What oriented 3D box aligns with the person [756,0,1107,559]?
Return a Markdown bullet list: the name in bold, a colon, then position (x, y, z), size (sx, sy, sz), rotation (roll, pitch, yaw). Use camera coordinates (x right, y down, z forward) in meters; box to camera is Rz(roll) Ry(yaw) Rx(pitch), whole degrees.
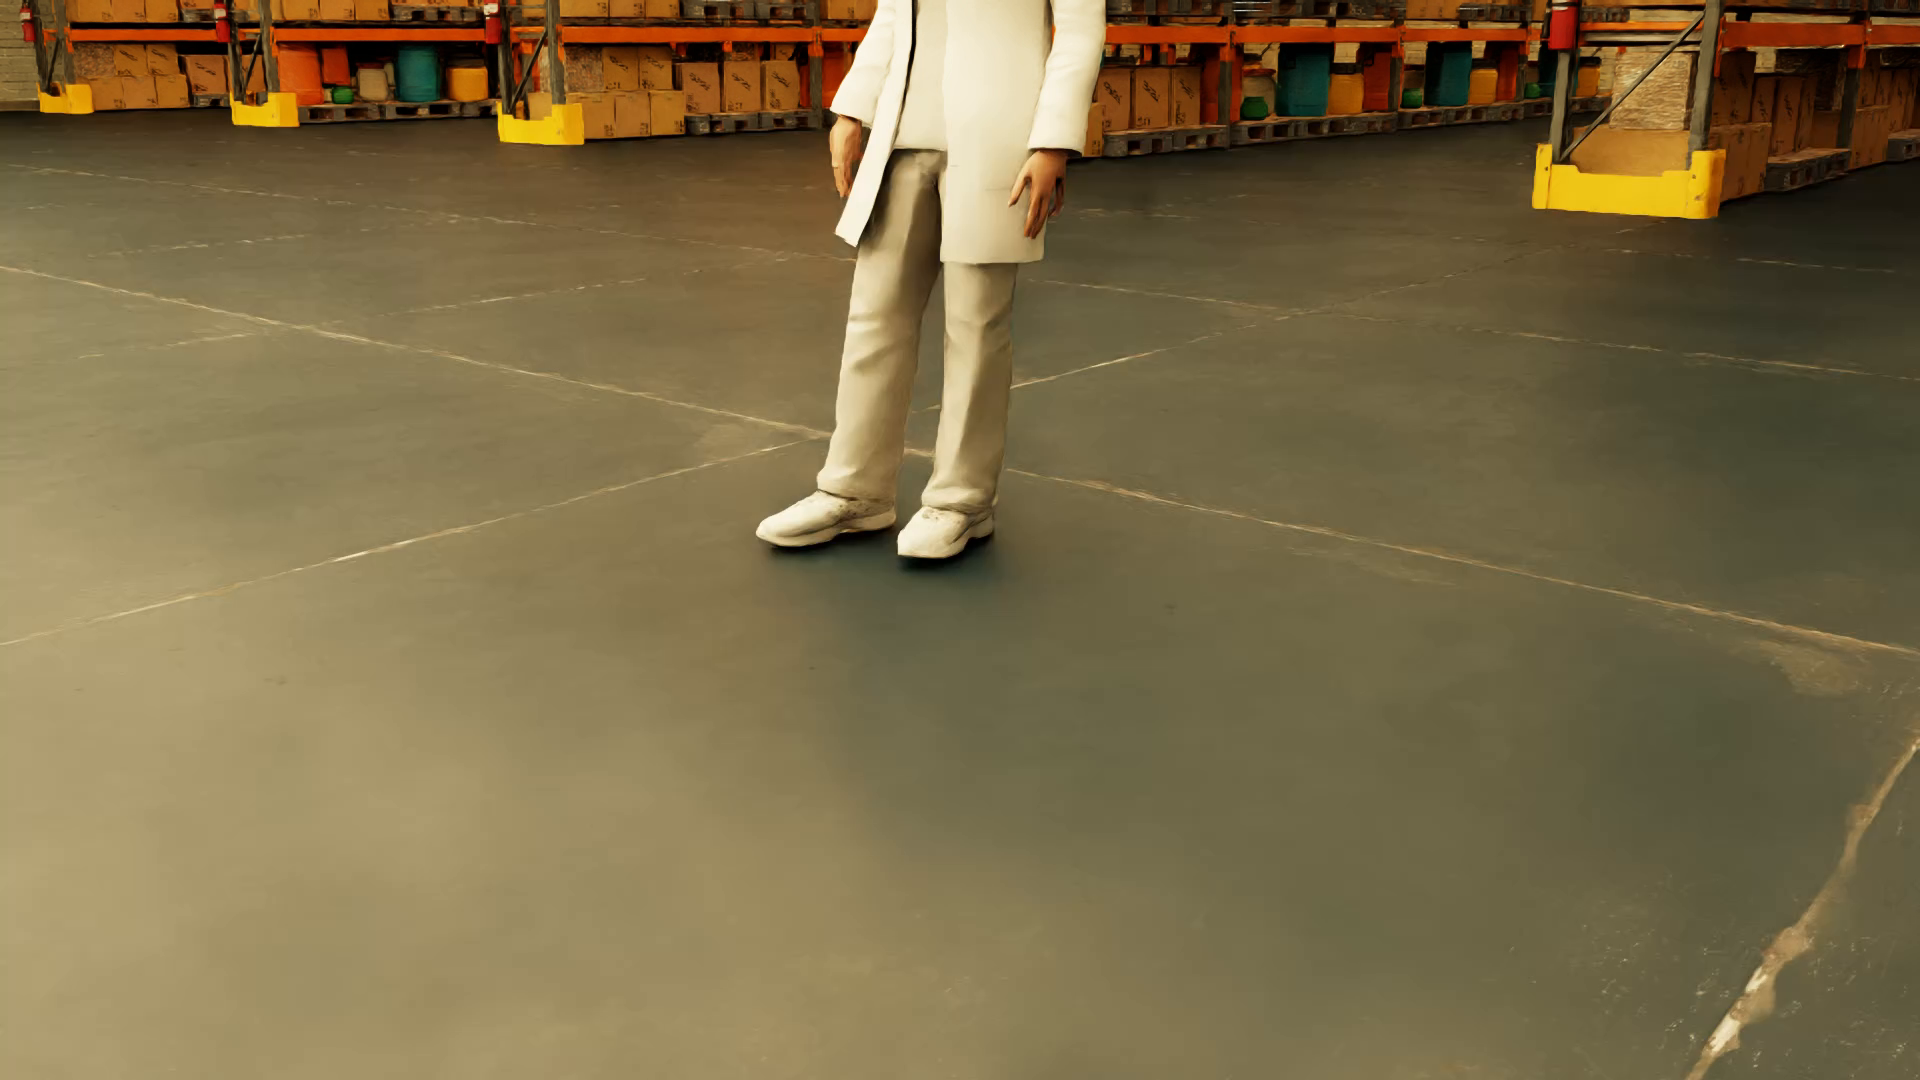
- **person**: position (-0.061, -0.838, 3.618), size (0.696, 1.775, 0.581), rotation (13, 21, 37)
